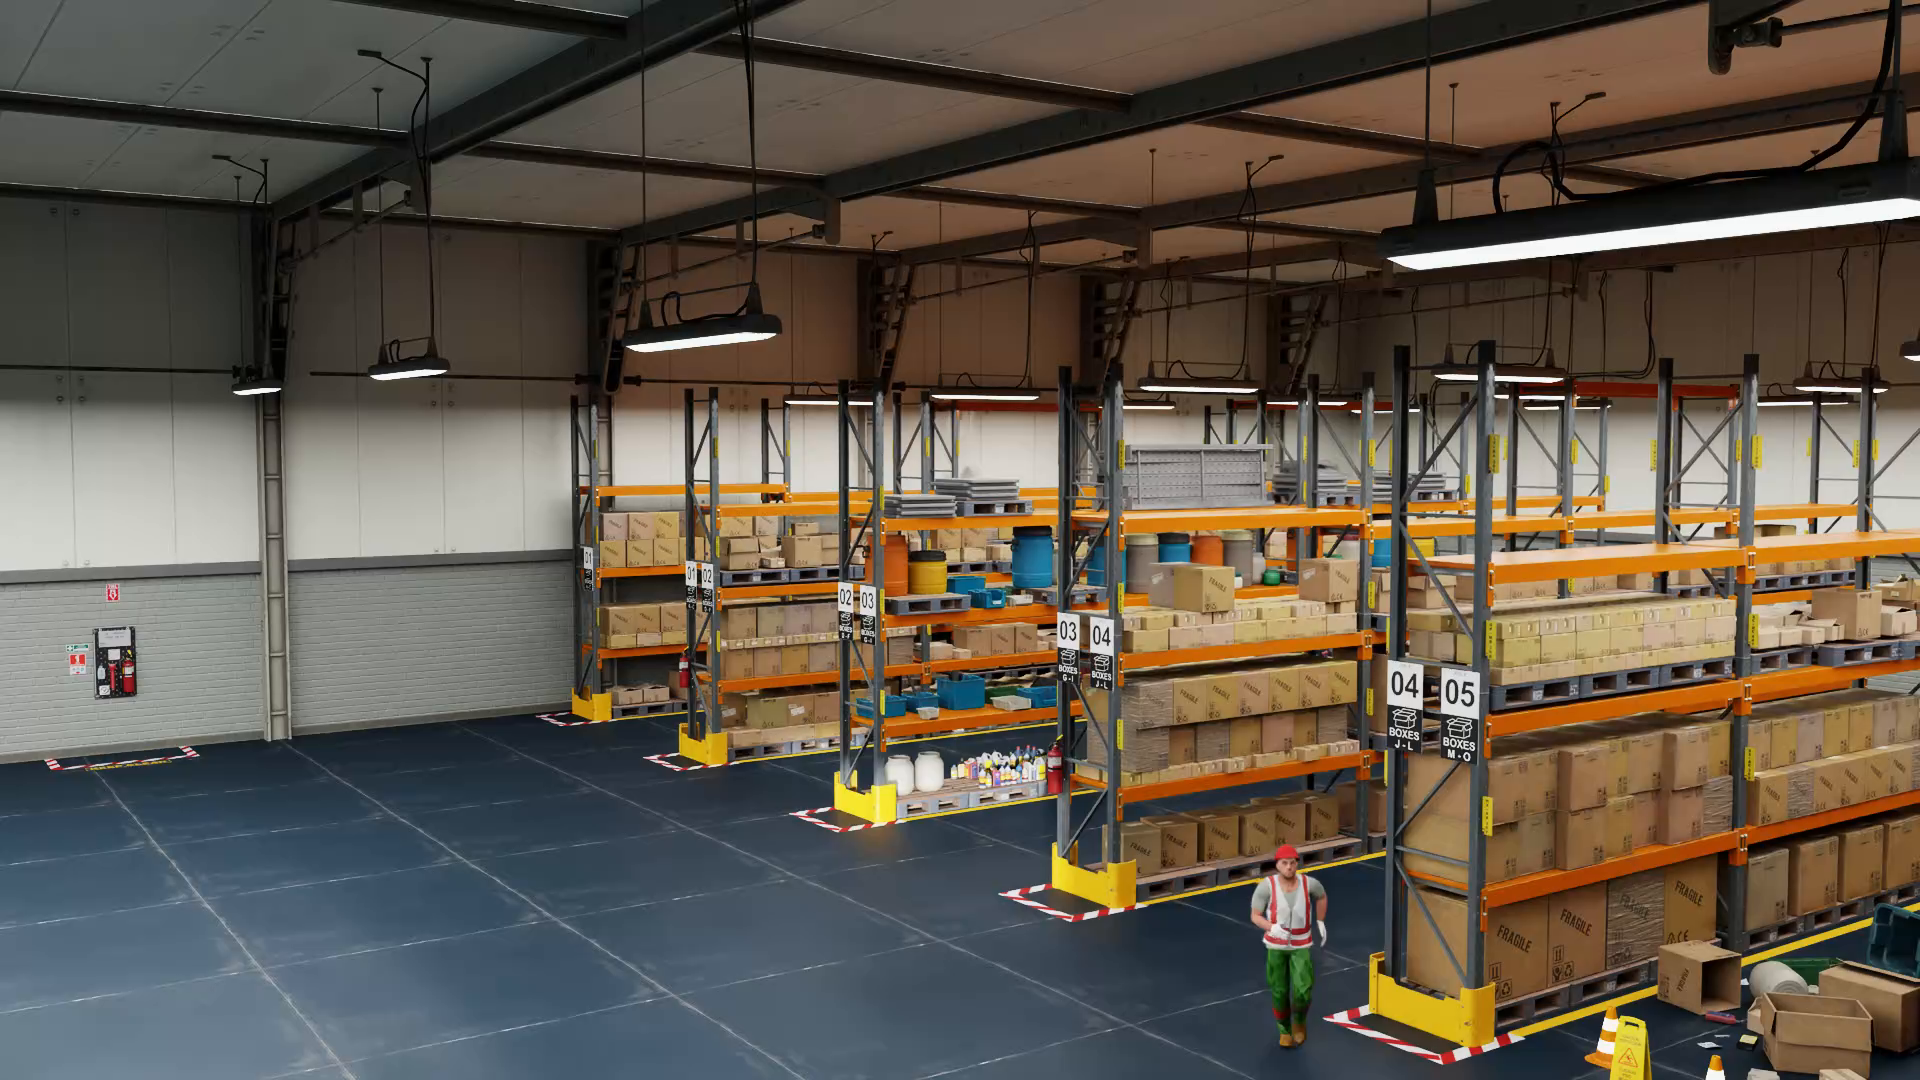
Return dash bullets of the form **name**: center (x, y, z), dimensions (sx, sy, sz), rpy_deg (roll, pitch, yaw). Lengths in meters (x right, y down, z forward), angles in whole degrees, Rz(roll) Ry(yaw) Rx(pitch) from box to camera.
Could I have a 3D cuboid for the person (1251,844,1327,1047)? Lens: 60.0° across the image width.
- **person**: center (2.775, 3.436, 13.993), dimensions (0.655, 1.750, 0.644), rpy_deg (0, 3, 7)
